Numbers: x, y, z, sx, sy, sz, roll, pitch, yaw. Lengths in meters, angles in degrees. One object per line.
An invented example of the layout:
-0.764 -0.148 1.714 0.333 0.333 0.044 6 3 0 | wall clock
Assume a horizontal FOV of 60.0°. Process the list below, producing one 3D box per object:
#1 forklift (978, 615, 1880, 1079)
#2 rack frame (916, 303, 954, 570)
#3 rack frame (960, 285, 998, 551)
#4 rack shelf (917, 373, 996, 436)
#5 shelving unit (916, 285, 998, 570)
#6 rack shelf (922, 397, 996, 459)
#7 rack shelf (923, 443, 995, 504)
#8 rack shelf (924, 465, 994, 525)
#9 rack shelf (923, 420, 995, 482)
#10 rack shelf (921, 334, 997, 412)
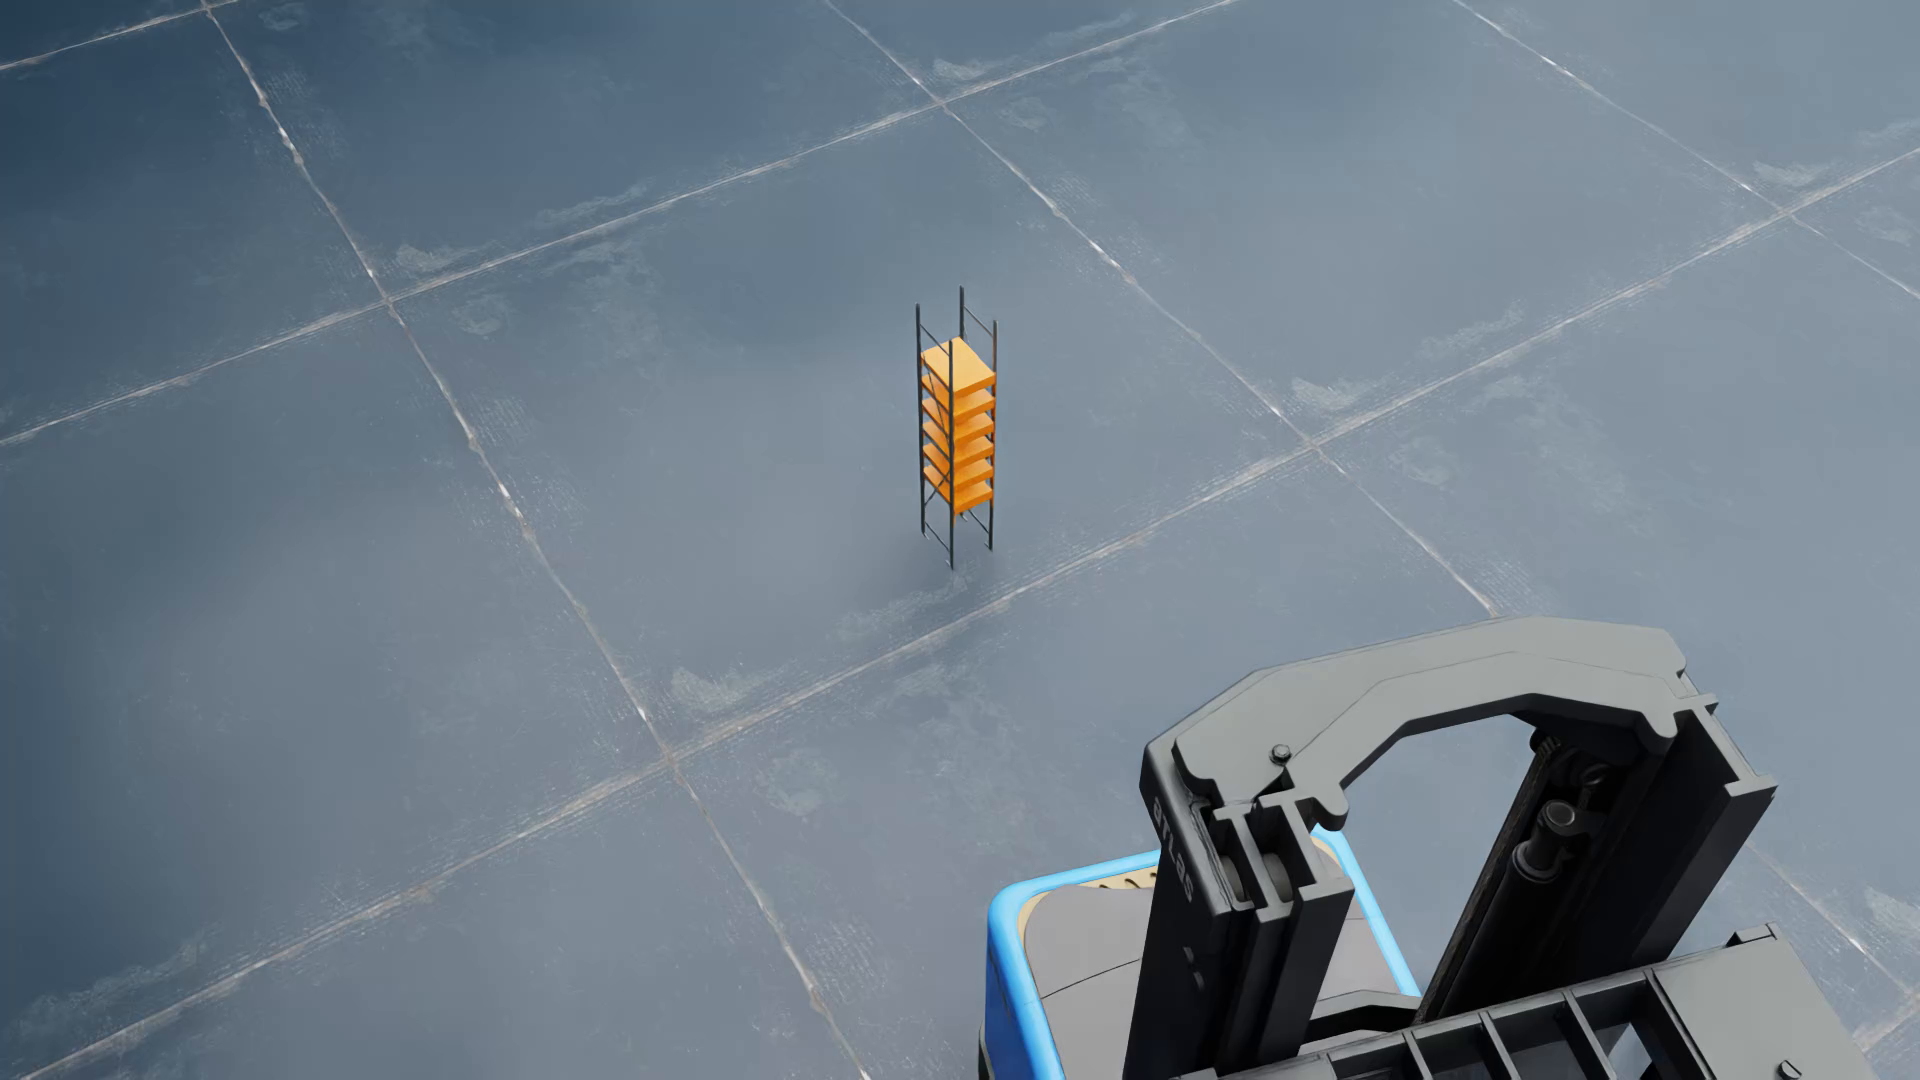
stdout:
0.927 1.647 3.266 1.130 2.935 3.031 -11 49 -10 | forklift
-0.090 -0.357 6.210 0.006 1.200 0.240 -25 53 -21 | rack frame
0.065 -0.430 6.275 0.006 1.200 0.240 -25 53 -21 | rack frame
-0.012 -0.523 6.096 0.180 0.103 0.258 -25 53 -21 | rack shelf
-0.012 -0.393 6.242 0.189 1.200 0.258 -25 53 -21 | shelving unit
-0.012 -0.444 6.186 0.180 0.103 0.258 -25 53 -21 | rack shelf
-0.012 -0.284 6.365 0.180 0.103 0.258 -25 53 -21 | rack shelf
-0.012 -0.204 6.455 0.180 0.103 0.258 -25 53 -21 | rack shelf
-0.012 -0.364 6.275 0.180 0.103 0.258 -25 53 -21 | rack shelf
-0.012 -0.603 6.006 0.180 0.103 0.258 -25 53 -21 | rack shelf
